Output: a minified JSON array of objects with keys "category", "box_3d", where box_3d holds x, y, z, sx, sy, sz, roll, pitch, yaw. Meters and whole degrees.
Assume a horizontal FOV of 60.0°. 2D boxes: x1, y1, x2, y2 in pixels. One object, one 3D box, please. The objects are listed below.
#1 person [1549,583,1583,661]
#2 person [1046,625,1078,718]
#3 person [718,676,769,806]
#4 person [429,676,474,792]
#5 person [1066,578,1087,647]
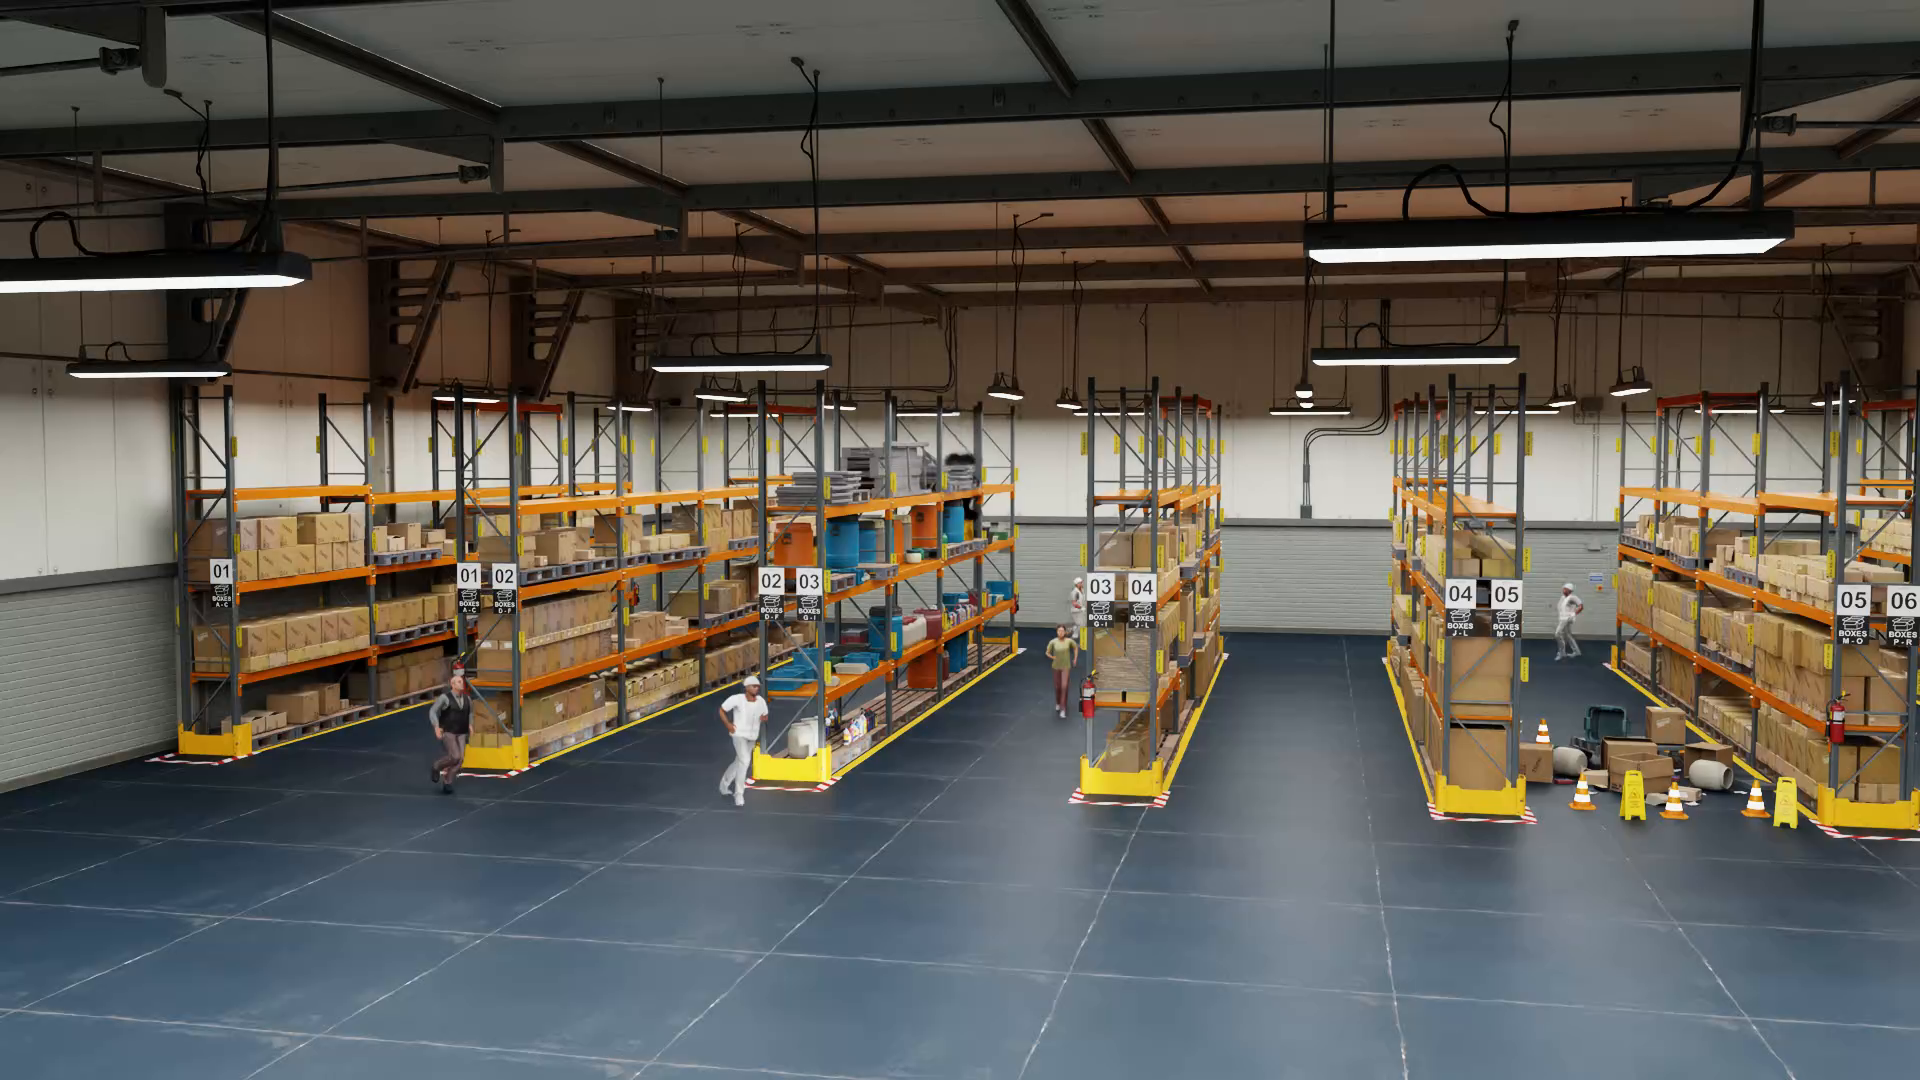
[{"category":"person","box_3d":[14.221,1.925,39.015,0.735,1.835,0.654,0,3,5]},{"category":"person","box_3d":[1.899,2.423,31.094,0.593,1.696,0.856,0,3,7]},{"category":"person","box_3d":[-3.081,2.822,23.680,0.752,1.771,0.750,3,4,44]},{"category":"person","box_3d":[-7.362,2.821,24.288,0.537,1.653,0.682,3,4,39]},{"category":"person","box_3d":[2.961,1.808,41.635,0.671,1.743,0.677,1,4,25]}]
